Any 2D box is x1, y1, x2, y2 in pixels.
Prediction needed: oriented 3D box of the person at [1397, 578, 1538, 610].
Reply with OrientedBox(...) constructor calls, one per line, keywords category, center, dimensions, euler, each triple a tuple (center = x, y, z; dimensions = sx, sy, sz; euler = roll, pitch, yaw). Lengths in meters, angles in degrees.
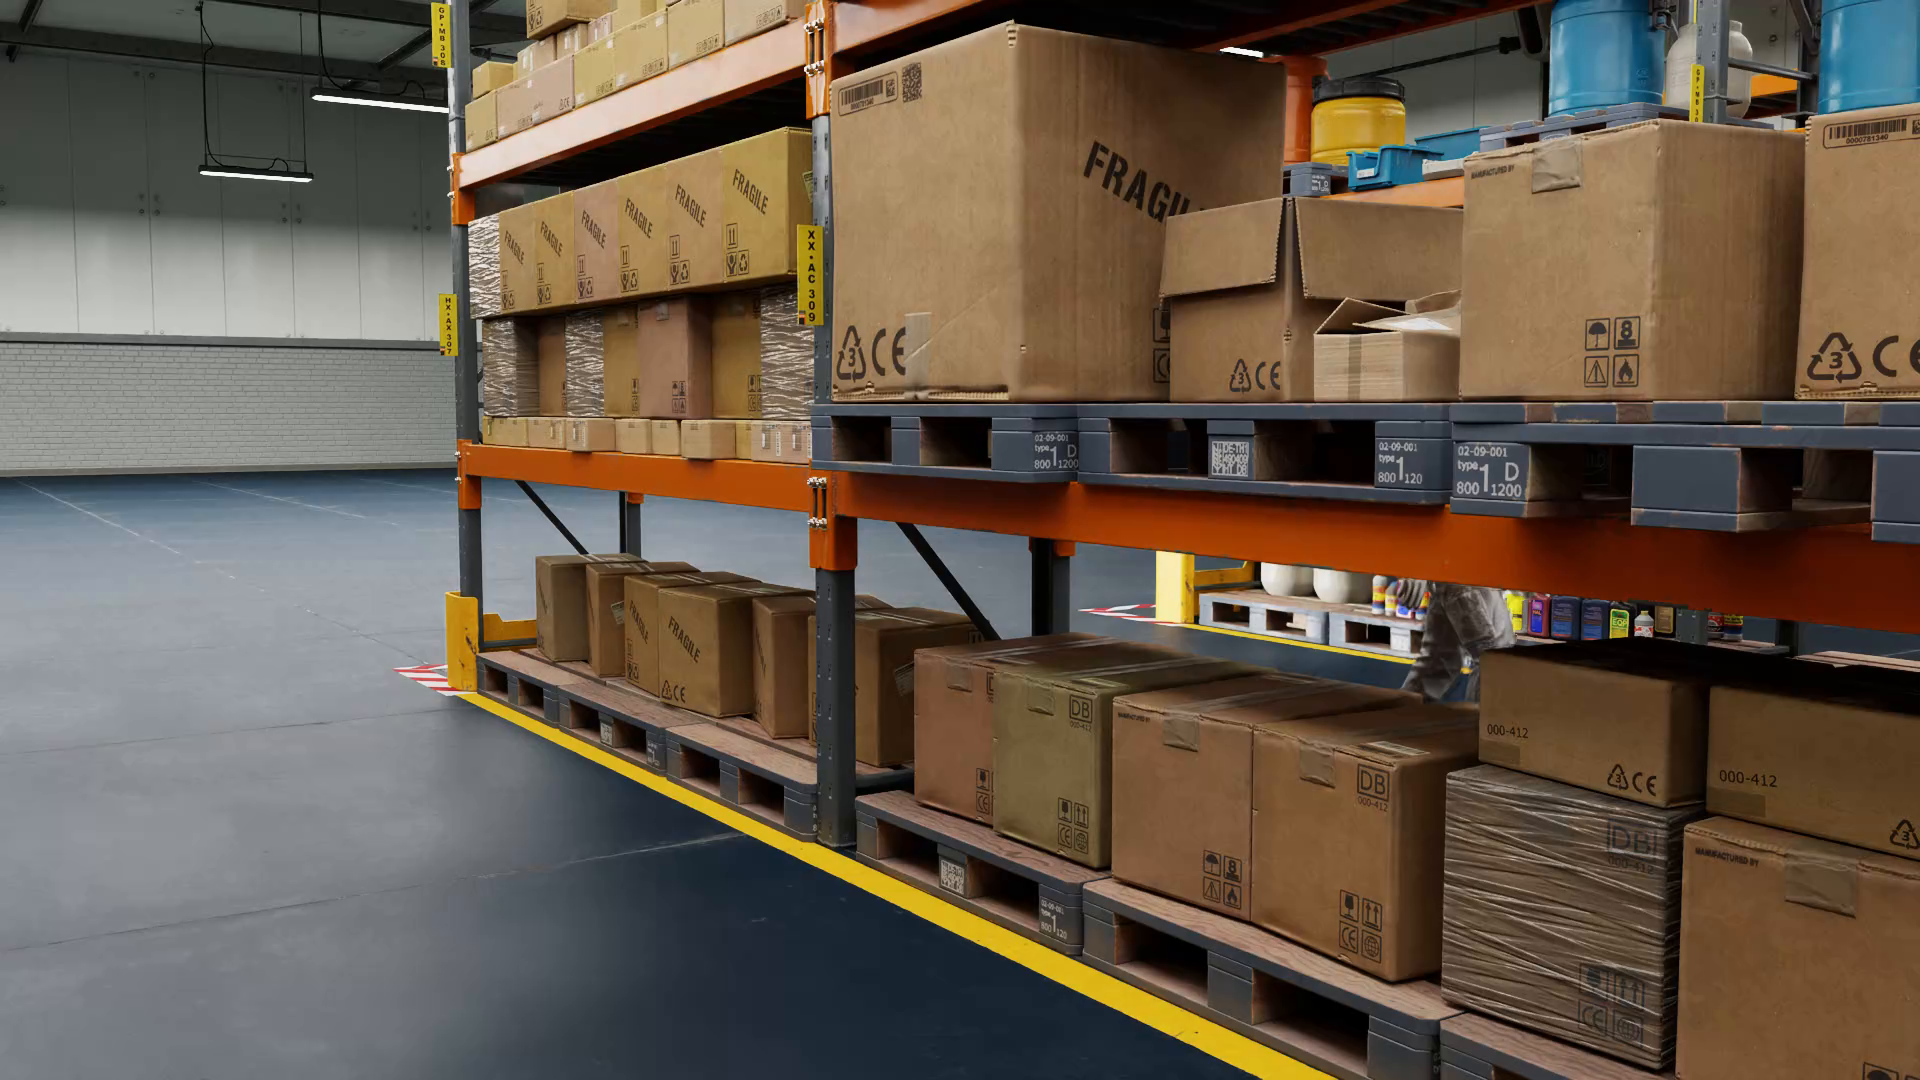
OrientedBox(category="person", center=(1.942, 0.112, 6.326), dimensions=(0.649, 1.831, 0.592), euler=(3, 6, 35))
